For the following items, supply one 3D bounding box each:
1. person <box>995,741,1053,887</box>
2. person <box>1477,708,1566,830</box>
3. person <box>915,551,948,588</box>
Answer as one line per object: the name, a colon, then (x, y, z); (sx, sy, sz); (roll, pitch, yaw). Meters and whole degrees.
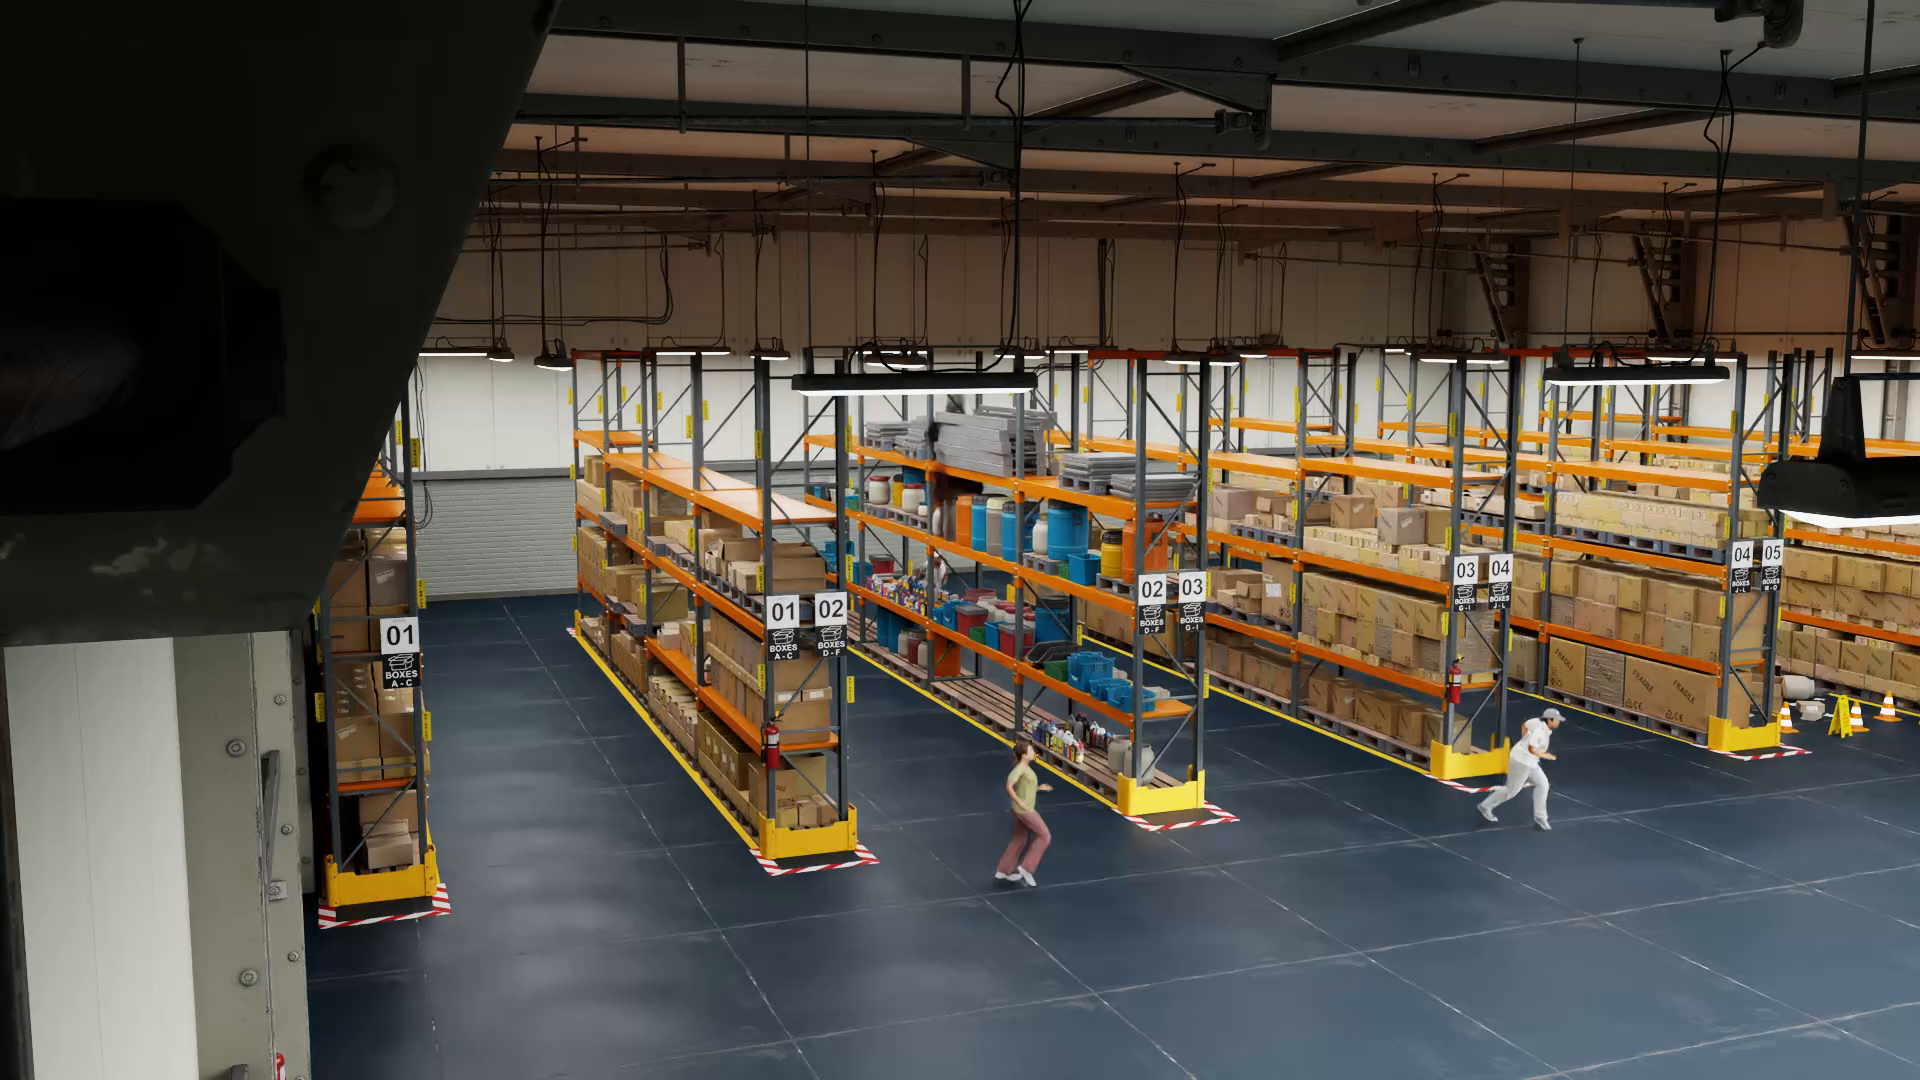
person: (0.741, 3.140, 19.131); (0.677, 1.684, 0.555); (0, 7, -3)
person: (7.209, 2.931, 21.369); (1.033, 1.627, 0.649); (2, 8, 19)
person: (-0.588, 1.062, 35.733); (0.674, 1.704, 0.756); (-5, 9, -36)
